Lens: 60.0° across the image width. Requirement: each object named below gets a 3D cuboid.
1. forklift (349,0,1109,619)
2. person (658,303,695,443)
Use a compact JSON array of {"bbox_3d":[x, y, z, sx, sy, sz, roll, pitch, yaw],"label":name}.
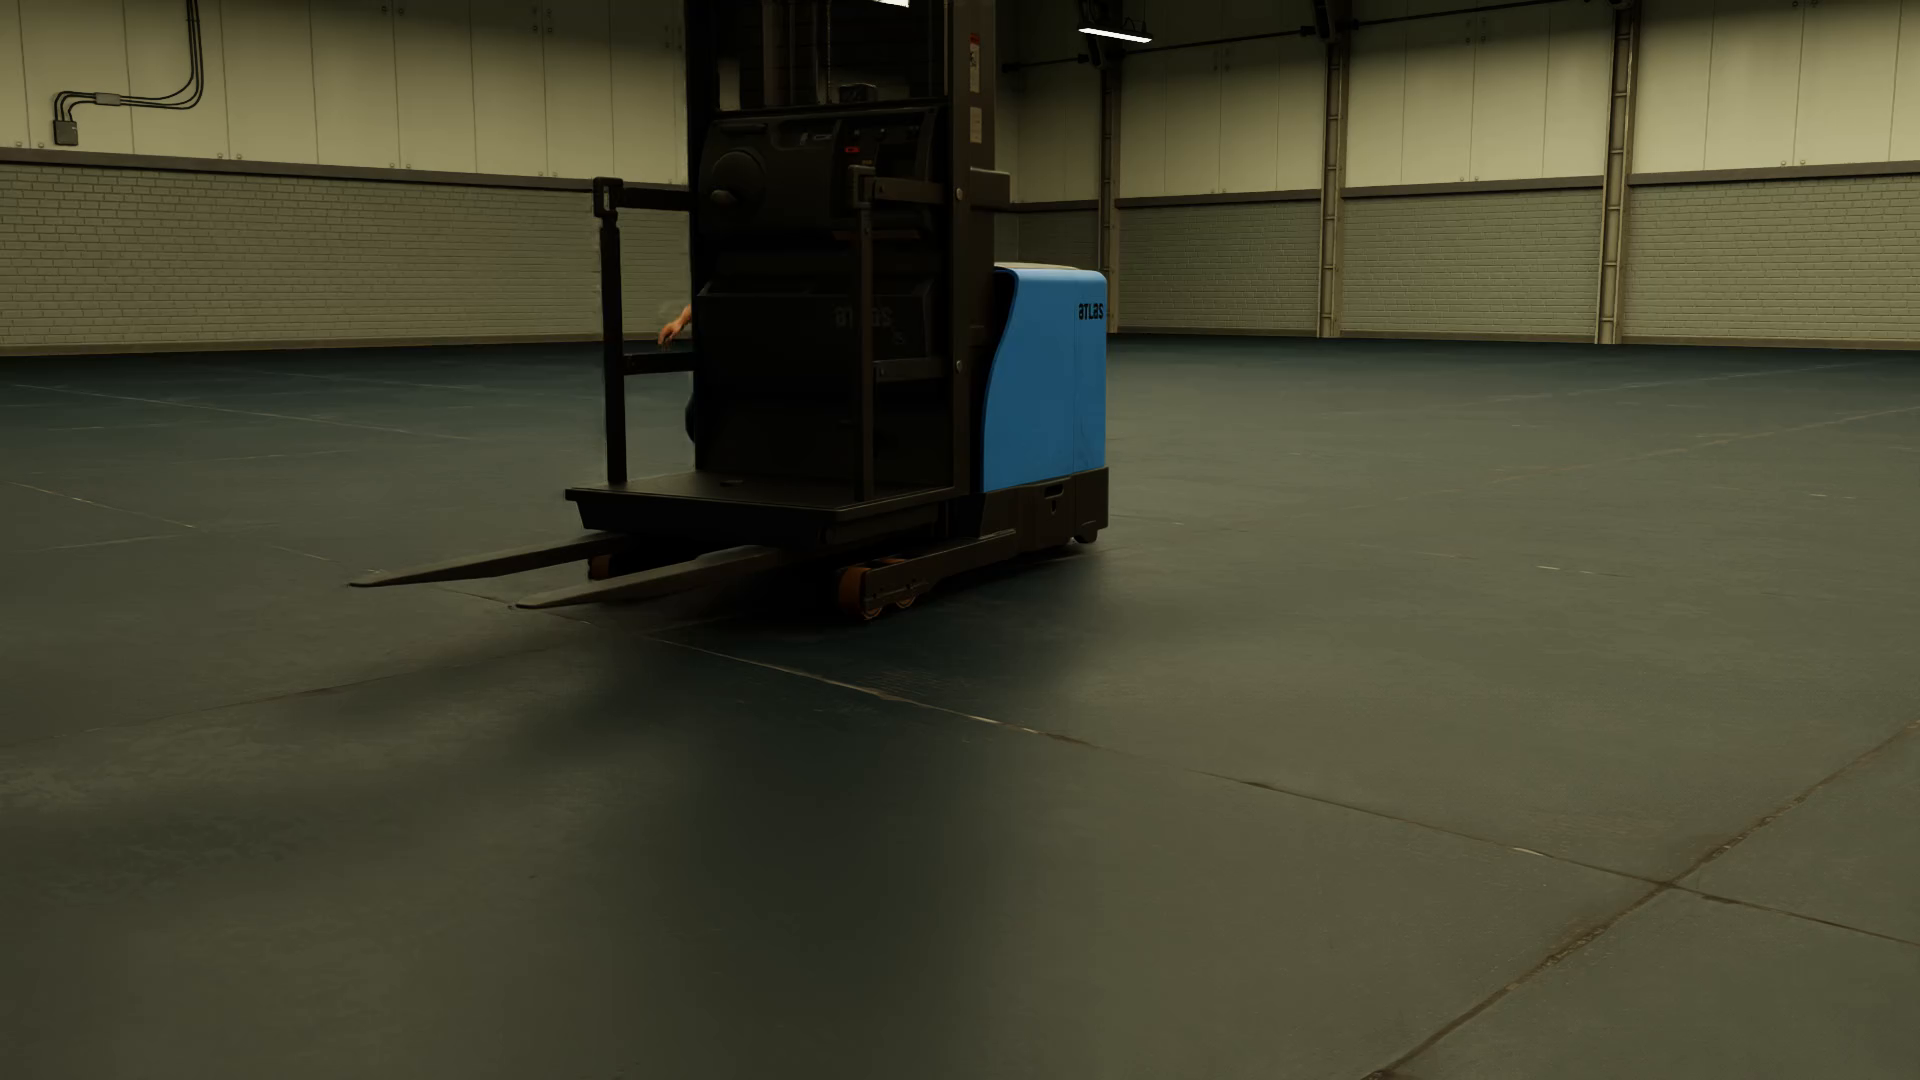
[{"bbox_3d":[-0.589,-1.283,5.393,1.130,2.935,3.031,5,10,30],"label":"forklift"},{"bbox_3d":[-0.900,-0.802,7.493,0.862,1.431,0.601,4,9,24],"label":"person"}]
